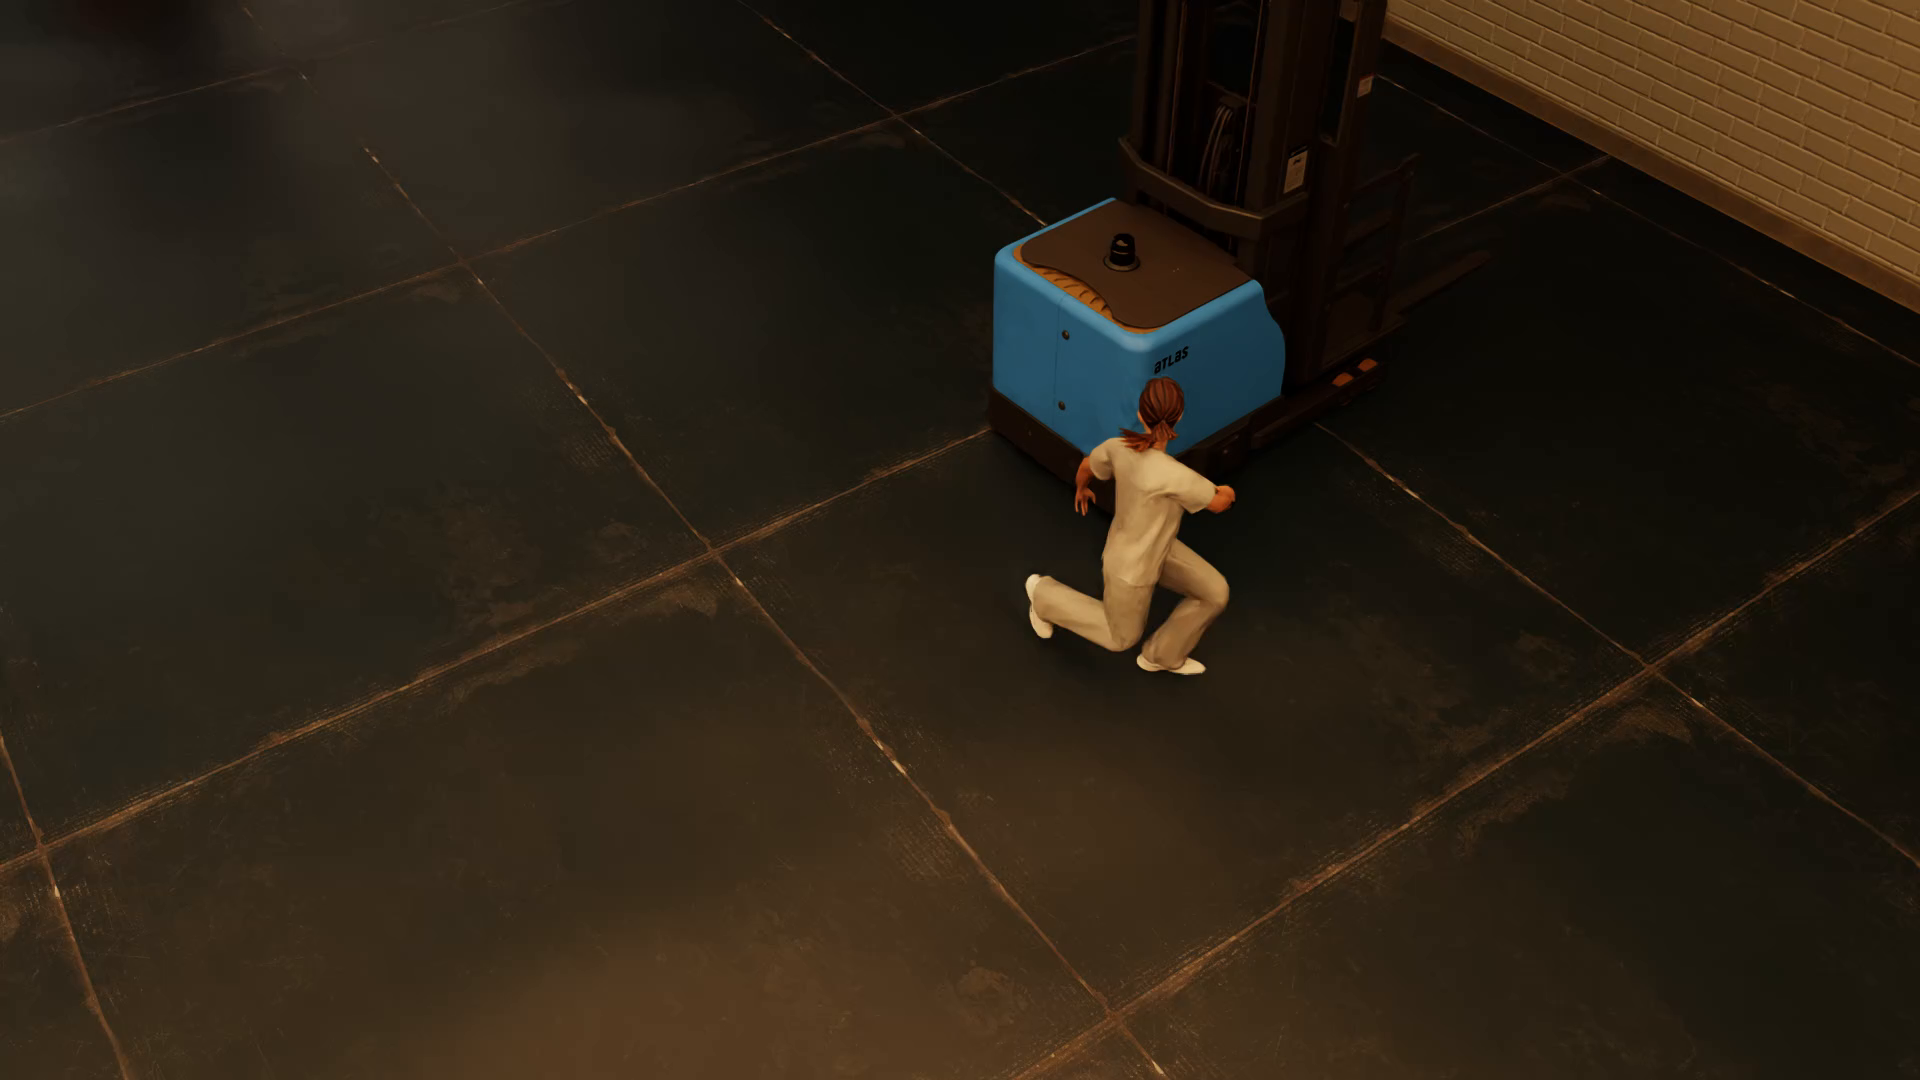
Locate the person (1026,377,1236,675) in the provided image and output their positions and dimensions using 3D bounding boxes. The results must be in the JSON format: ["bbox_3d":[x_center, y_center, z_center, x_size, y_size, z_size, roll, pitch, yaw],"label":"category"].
[{"bbox_3d":[0.710,-0.044,6.903,0.867,1.453,0.576,5,43,6],"label":"person"}]

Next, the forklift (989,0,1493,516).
[{"bbox_3d":[1.601,-2.026,7.914,3.031,2.935,1.130,-29,50,-28],"label":"forklift"}]
